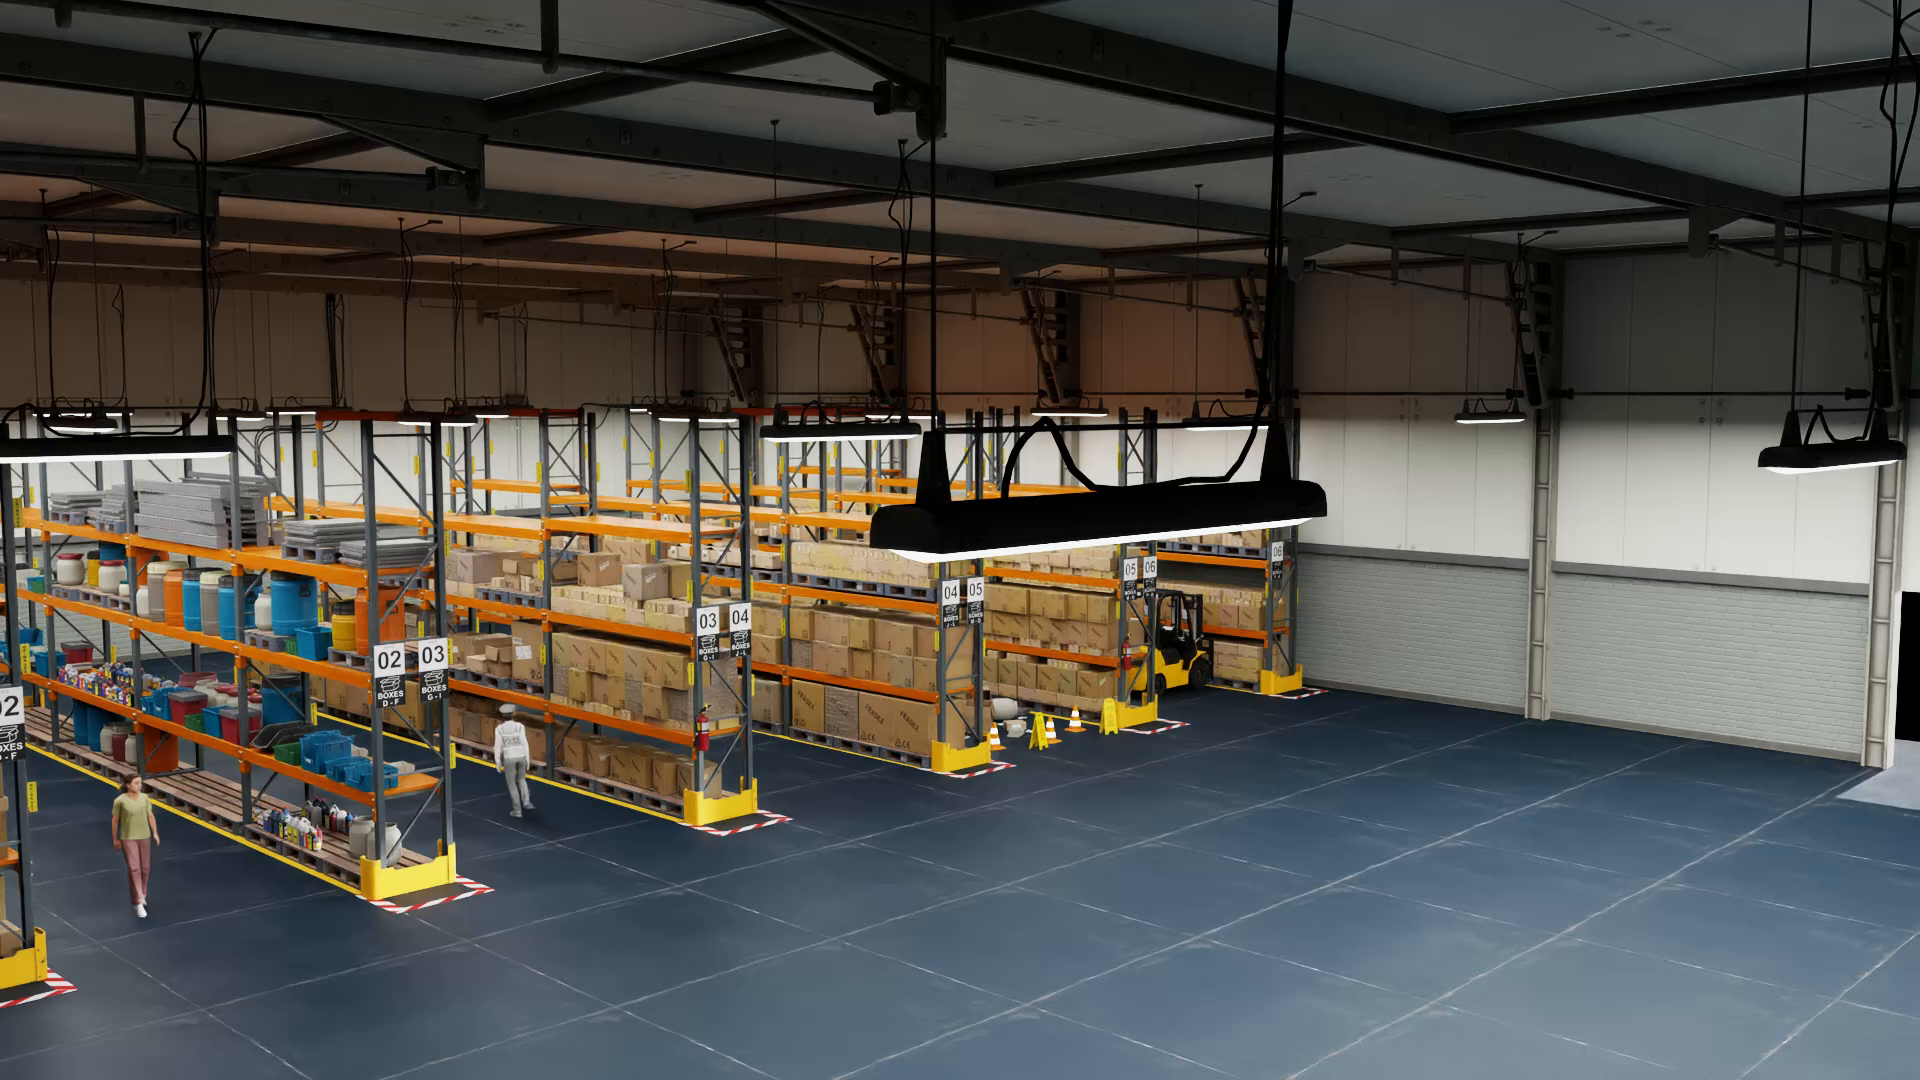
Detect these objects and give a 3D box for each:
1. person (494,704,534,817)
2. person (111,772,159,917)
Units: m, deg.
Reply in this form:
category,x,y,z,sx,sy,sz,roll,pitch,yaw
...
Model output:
category,x,y,z,sx,sy,sz,roll,pitch,yaw
person,-6.670,3.292,24.835,0.526,1.672,0.489,-4,6,-36
person,-10.043,3.708,20.367,0.676,1.692,0.468,4,7,40
